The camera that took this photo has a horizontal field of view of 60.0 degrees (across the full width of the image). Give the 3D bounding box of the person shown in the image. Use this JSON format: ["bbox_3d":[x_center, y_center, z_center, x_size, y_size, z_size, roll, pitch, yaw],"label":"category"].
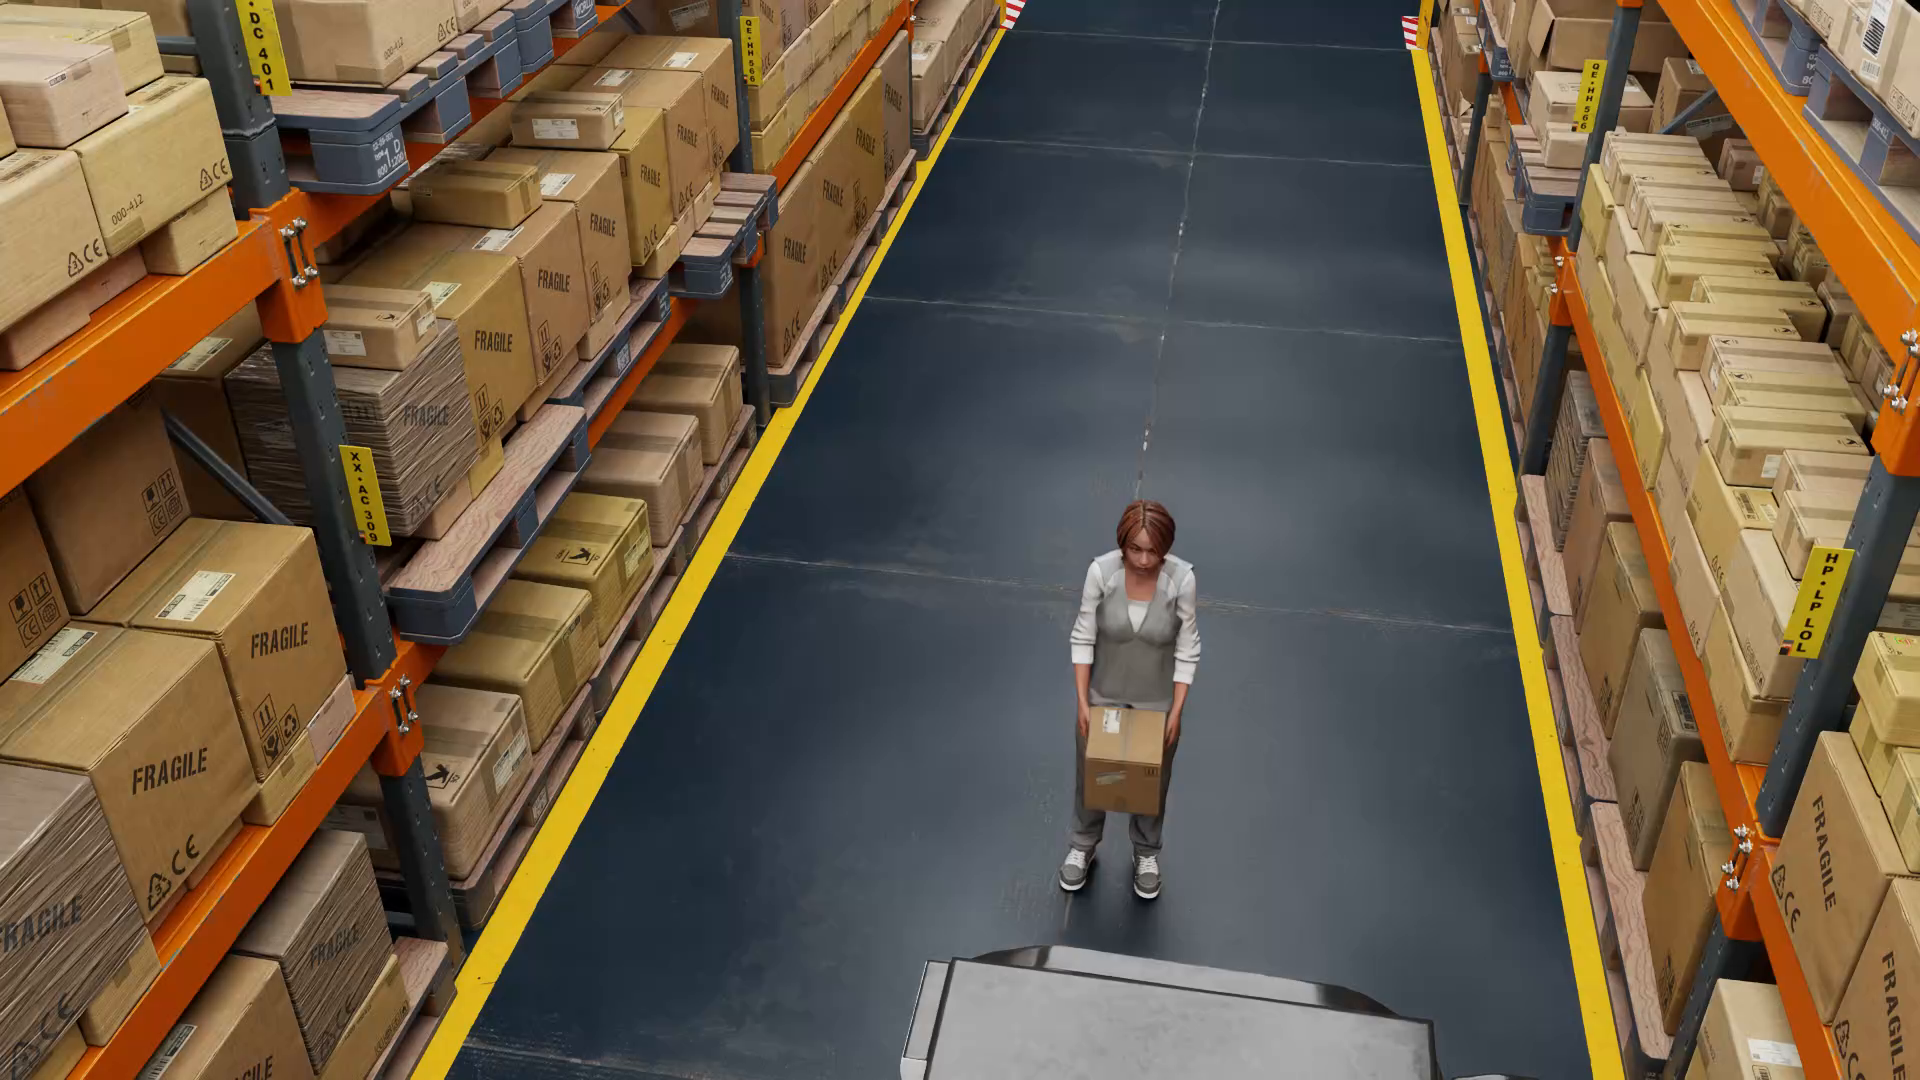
[{"bbox_3d":[0.592,0.612,5.791,0.444,1.493,0.384,5,33,7],"label":"person"}]
